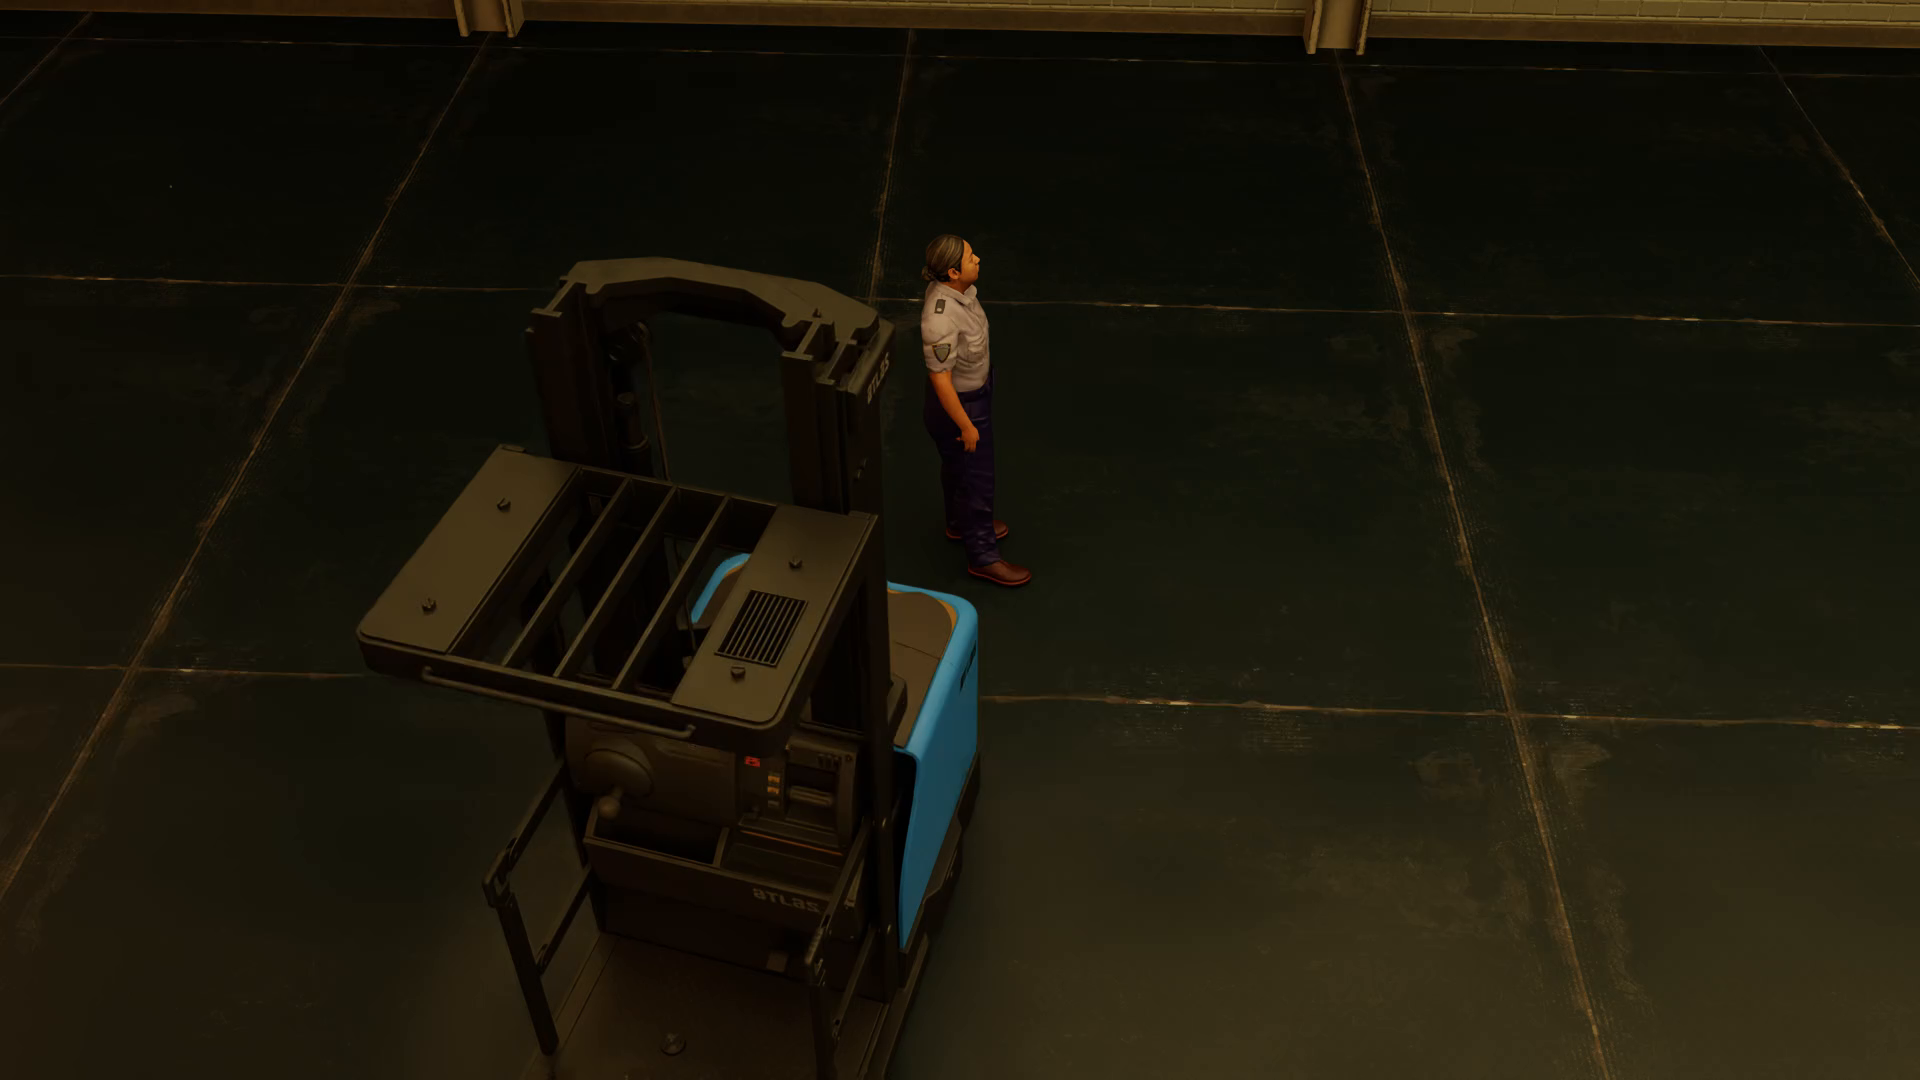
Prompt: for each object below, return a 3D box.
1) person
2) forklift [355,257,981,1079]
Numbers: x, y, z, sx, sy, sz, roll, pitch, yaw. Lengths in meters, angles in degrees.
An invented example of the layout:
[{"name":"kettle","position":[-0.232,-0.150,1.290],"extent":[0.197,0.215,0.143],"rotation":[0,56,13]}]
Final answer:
[{"name":"person","position":[0.088,-0.596,7.336],"extent":[0.503,1.650,0.599],"rotation":[2,42,2]},{"name":"forklift","position":[-0.814,0.792,4.875],"extent":[1.130,2.935,3.031],"rotation":[11,44,12]}]
